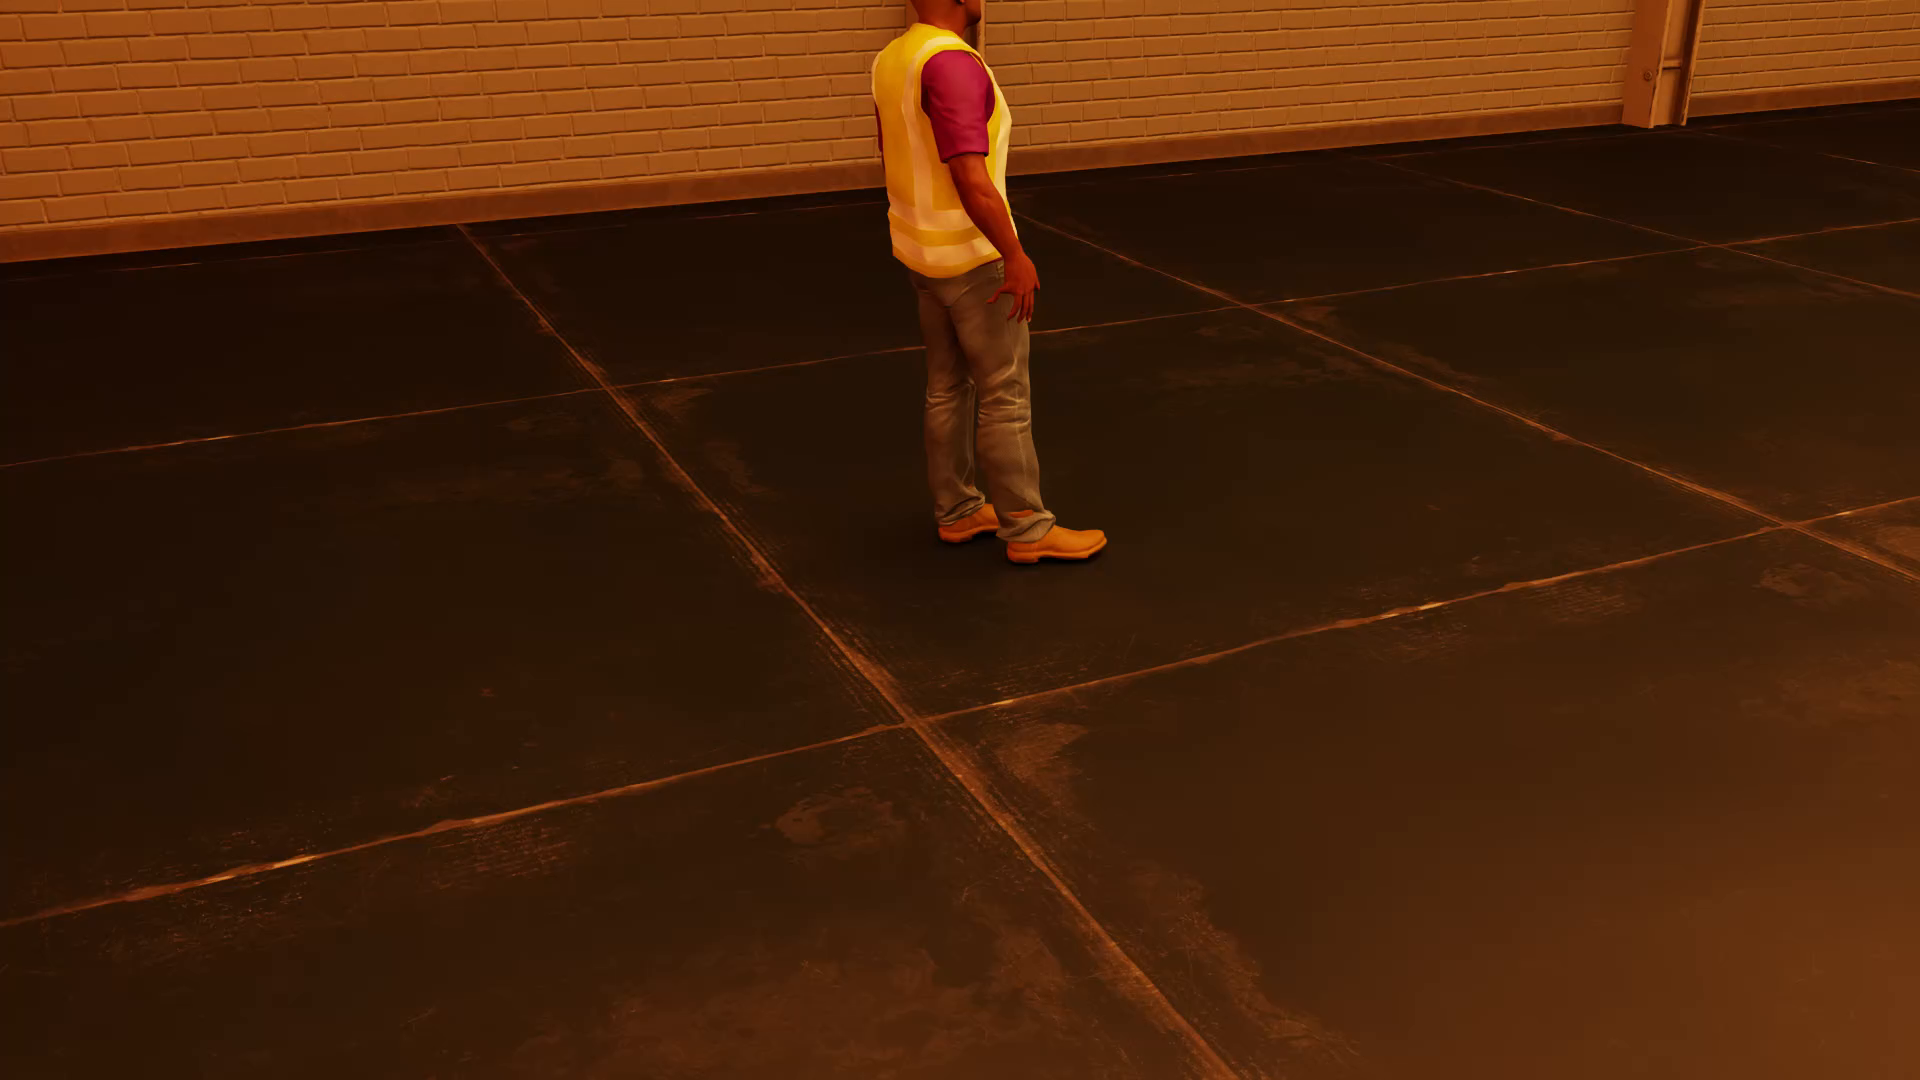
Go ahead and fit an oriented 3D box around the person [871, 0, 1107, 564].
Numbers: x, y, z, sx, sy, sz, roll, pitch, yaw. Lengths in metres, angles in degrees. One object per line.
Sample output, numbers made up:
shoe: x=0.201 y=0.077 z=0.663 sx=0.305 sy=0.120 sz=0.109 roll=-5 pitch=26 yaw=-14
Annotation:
person: x=0.065 y=-0.831 z=4.787 sx=0.577 sy=1.765 sz=0.665 roll=-10 pitch=25 yaw=-23
